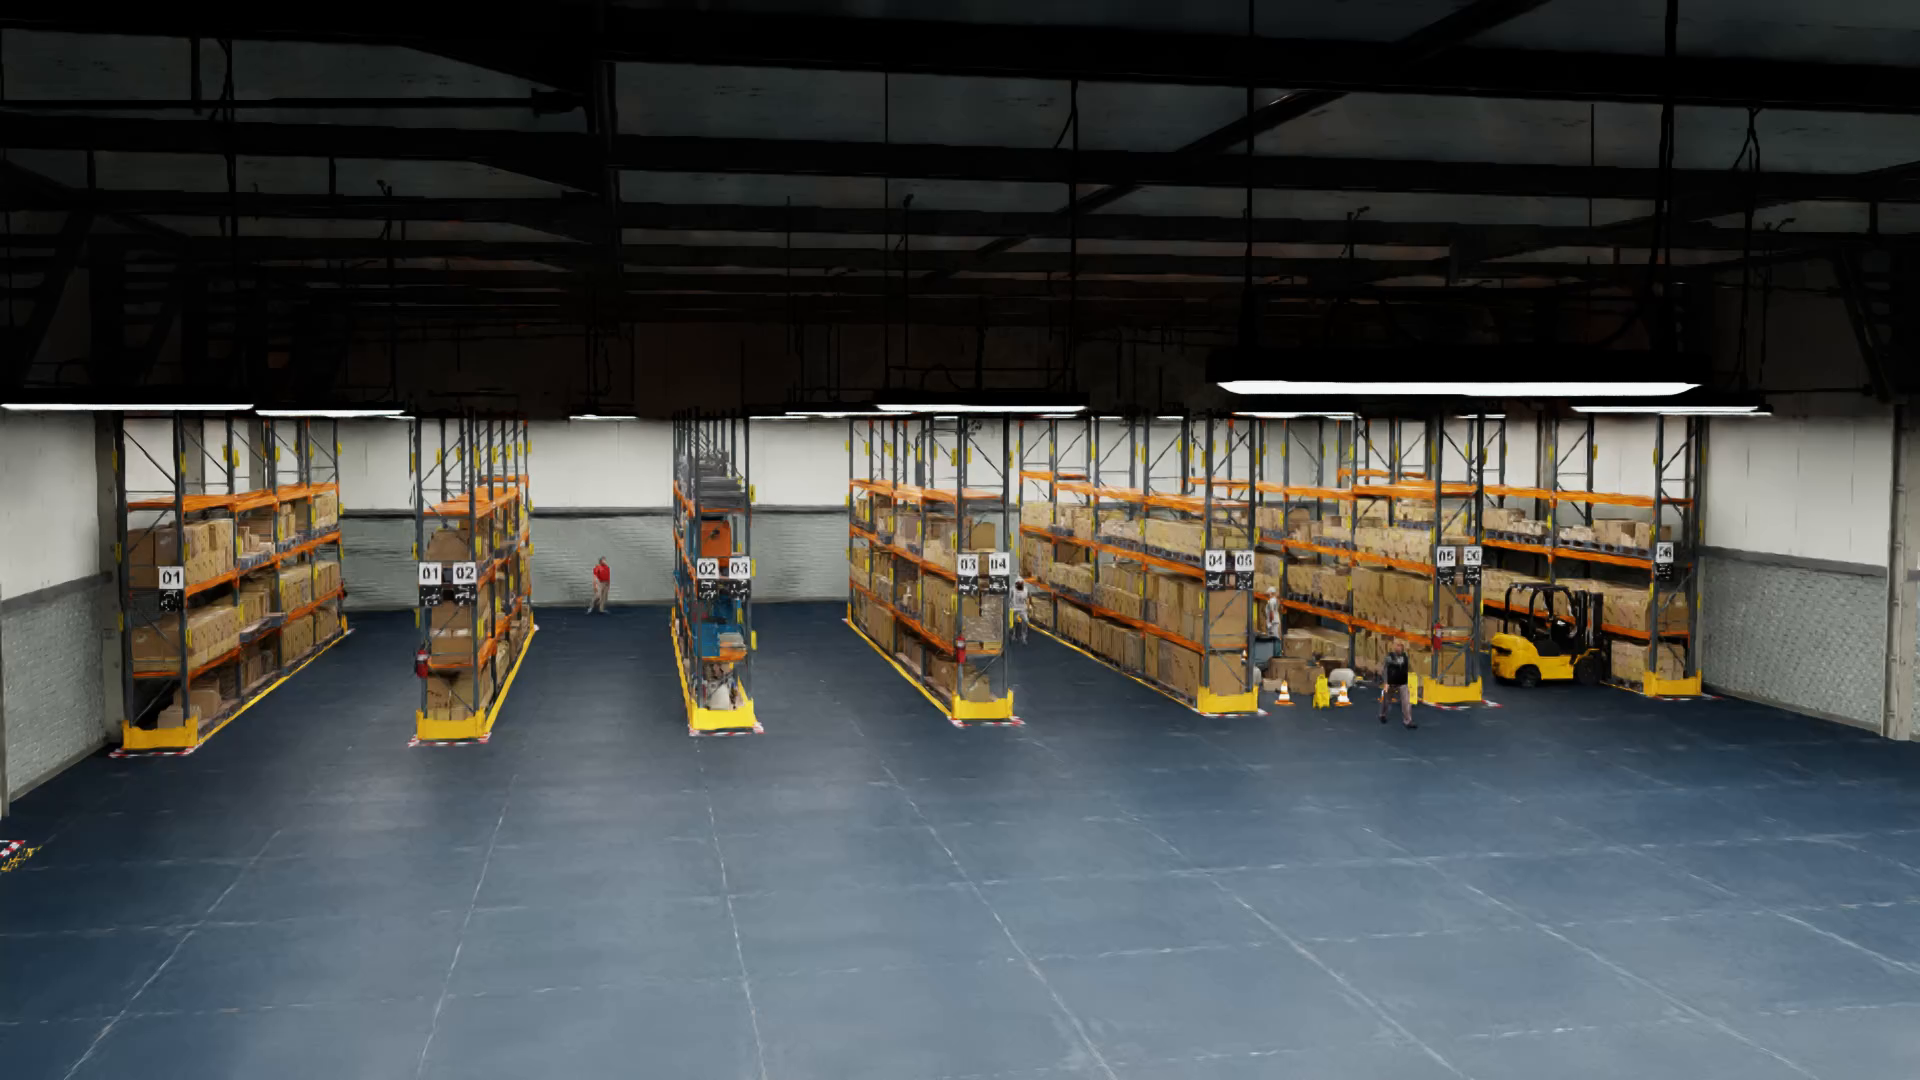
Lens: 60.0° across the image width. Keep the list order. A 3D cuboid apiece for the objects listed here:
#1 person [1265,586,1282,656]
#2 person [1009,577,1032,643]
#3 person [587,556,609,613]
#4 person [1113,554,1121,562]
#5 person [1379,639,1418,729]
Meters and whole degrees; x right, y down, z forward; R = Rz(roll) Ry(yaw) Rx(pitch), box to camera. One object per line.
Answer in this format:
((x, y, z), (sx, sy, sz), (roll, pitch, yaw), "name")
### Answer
((7.426, 1.986, 39.799), (0.577, 1.785, 0.655), (1, 4, 12), "person")
((1.539, 1.796, 43.135), (0.721, 1.715, 0.842), (0, 4, -6), "person")
((-10.779, 1.334, 49.626), (0.535, 1.718, 0.714), (3, 5, 39), "person")
((4.817, 1.188, 52.050), (0.491, 1.664, 0.617), (3, 5, 38), "person")
((8.169, 2.674, 31.149), (0.543, 1.648, 1.115), (-1, 4, -9), "person")
